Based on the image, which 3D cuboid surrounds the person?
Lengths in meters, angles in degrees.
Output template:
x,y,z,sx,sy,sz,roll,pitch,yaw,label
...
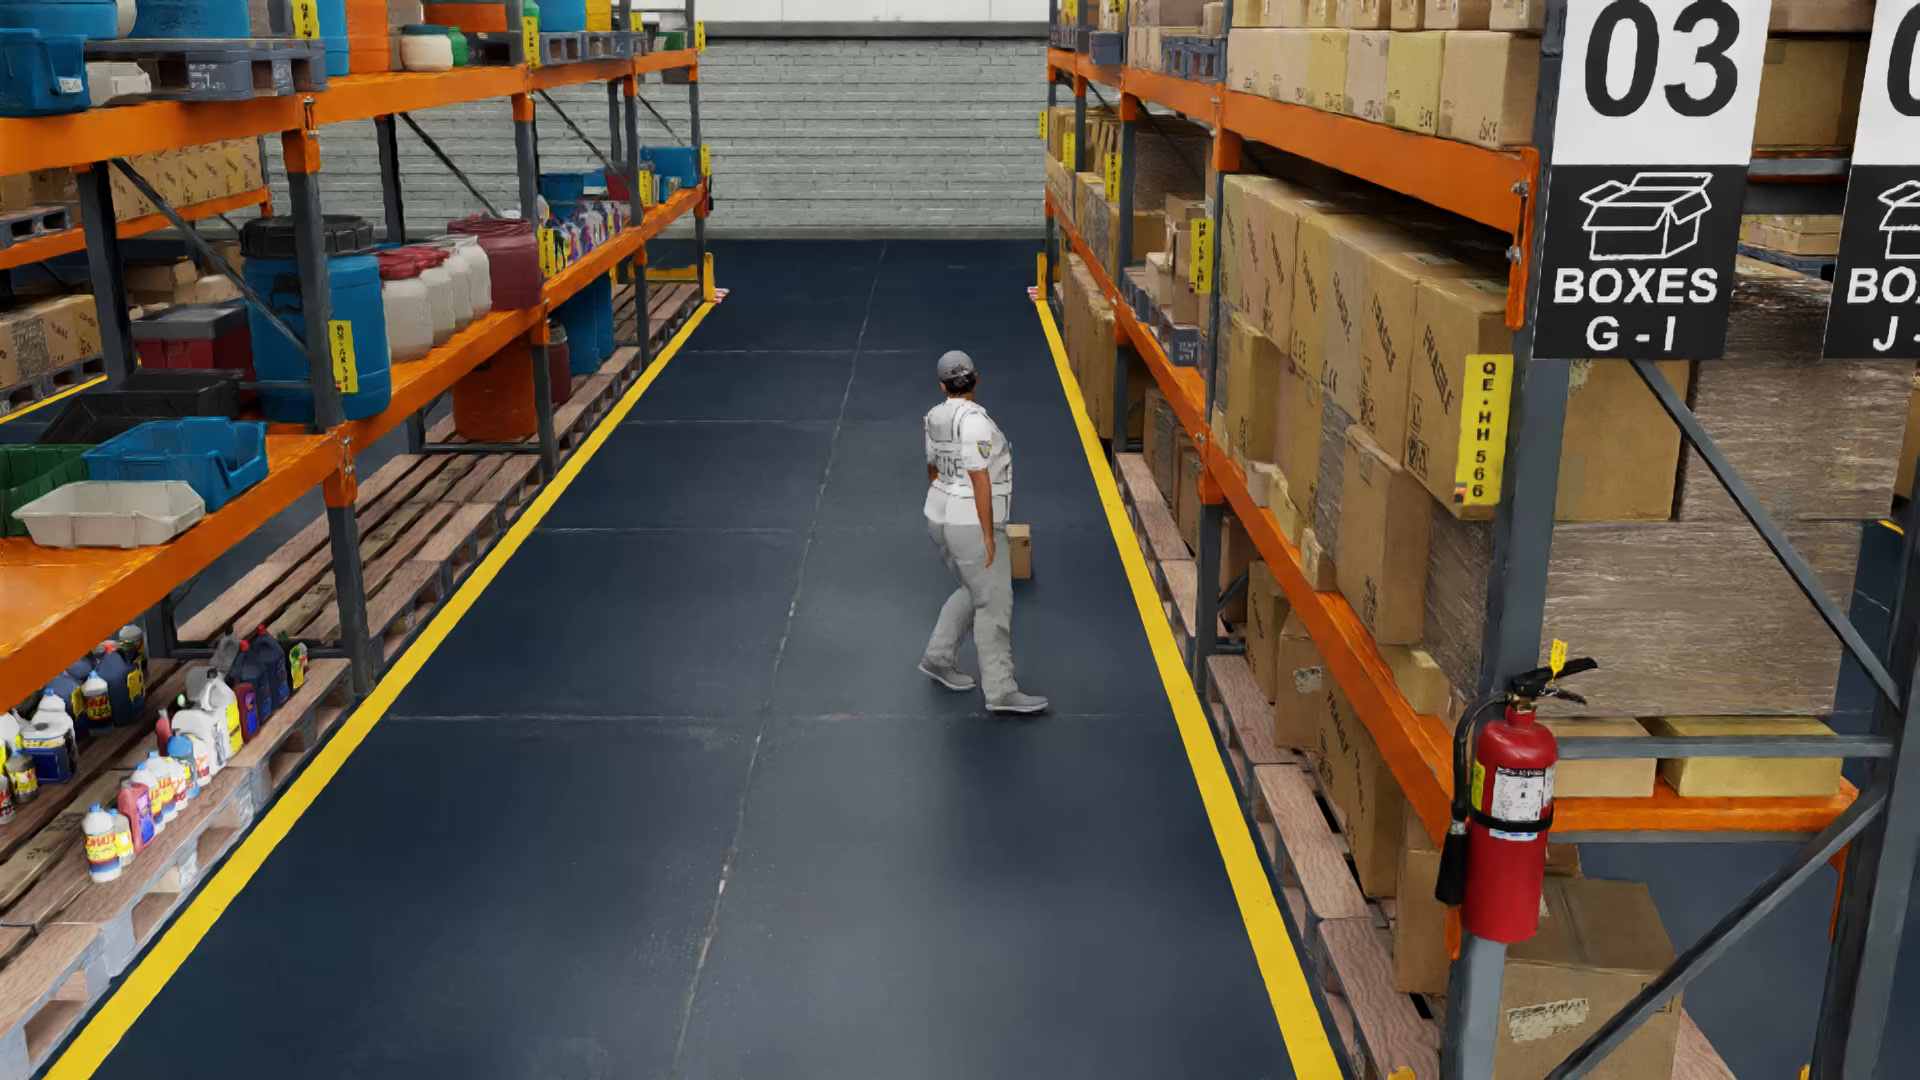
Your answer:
x,y,z,sx,sy,sz,roll,pitch,yaw,label
0.098,-0.040,7.717,0.431,1.639,0.695,-7,19,-22,person
